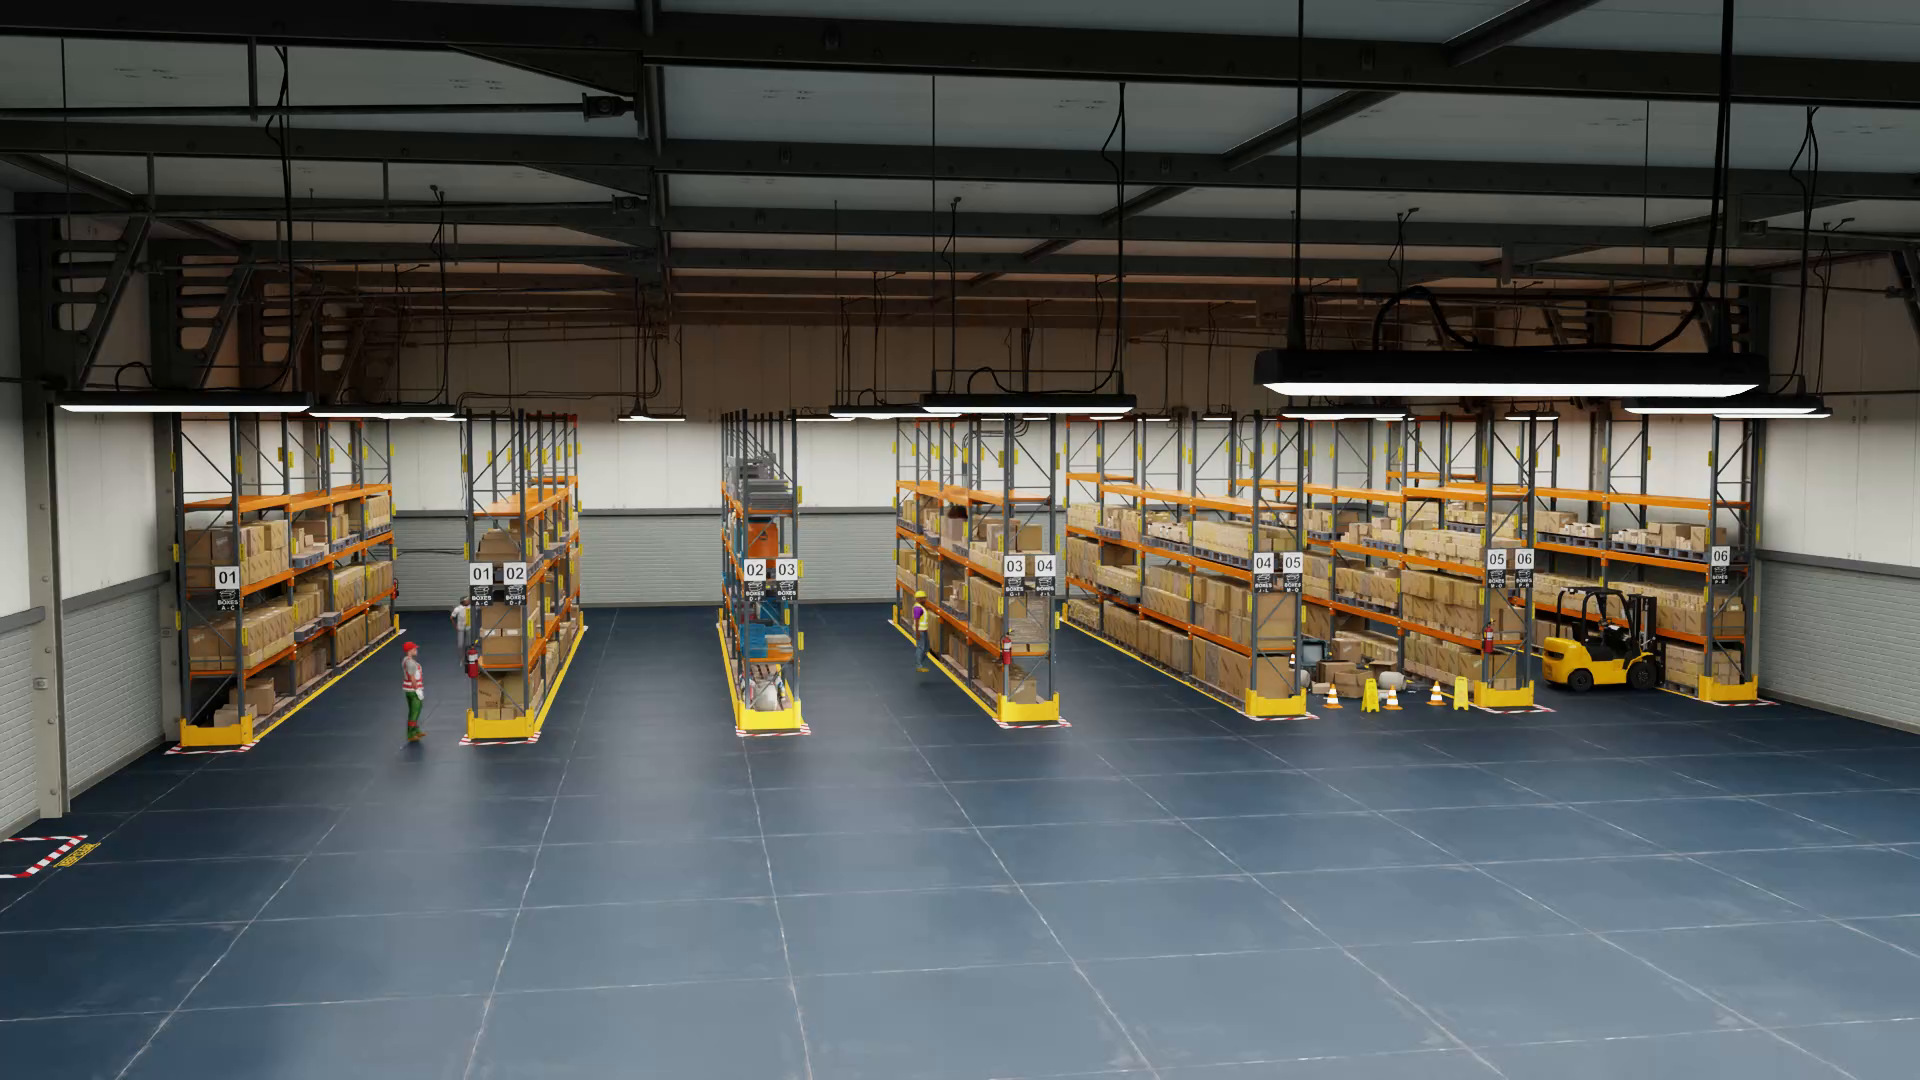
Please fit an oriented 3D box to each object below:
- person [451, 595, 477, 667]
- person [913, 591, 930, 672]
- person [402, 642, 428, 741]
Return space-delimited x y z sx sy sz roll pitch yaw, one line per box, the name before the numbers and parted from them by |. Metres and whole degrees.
person | -11.804 2.157 39.581 0.591 1.722 0.744 0 4 -6
person | -0.848 2.025 36.662 0.387 1.802 0.625 1 4 9
person | -9.869 2.729 30.206 0.568 1.787 0.551 4 6 44
